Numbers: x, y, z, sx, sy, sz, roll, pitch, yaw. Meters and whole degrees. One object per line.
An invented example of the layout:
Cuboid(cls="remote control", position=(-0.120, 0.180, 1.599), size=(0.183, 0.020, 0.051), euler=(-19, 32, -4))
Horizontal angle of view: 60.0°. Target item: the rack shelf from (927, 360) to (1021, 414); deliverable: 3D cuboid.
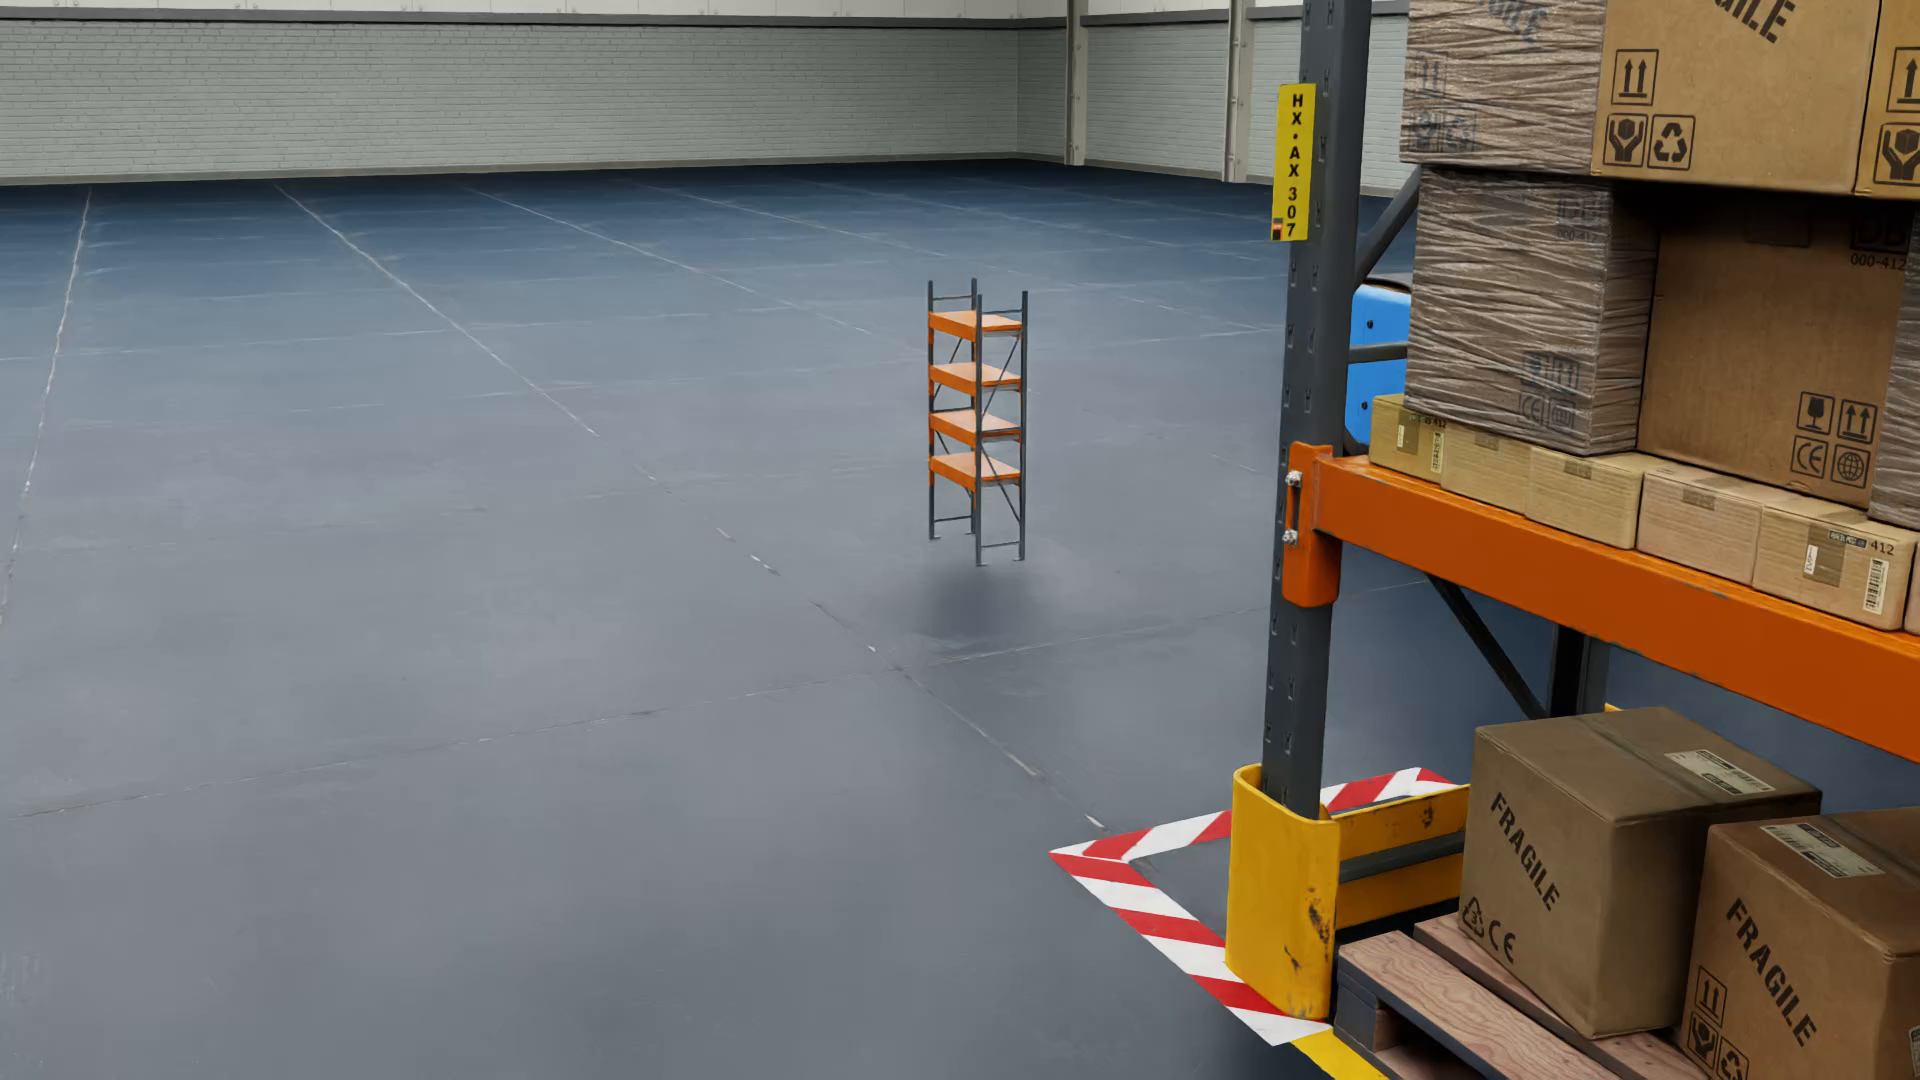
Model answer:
Cuboid(cls="rack shelf", position=(0.073, -0.686, 7.399), size=(0.258, 0.148, 0.480), euler=(-8, 18, -25))

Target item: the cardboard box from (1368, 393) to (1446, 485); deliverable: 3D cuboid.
Cuboid(cls="cardboard box", position=(1.110, -0.232, 3.576), size=(0.380, 0.149, 0.250), euler=(-8, 18, -25))

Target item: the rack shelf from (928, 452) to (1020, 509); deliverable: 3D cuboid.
Cuboid(cls="rack shelf", position=(0.073, -0.280, 7.515), size=(0.258, 0.148, 0.480), euler=(-8, 18, -25))

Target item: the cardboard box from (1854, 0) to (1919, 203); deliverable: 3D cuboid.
Cuboid(cls="cardboard box", position=(1.629, -0.706, 2.238), size=(0.500, 0.500, 0.500), euler=(-8, 18, -25))

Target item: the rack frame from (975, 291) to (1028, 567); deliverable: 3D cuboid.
Cuboid(cls="rack frame", position=(0.179, -0.475, 7.231), size=(0.240, 1.200, 0.015), euler=(-8, 18, -25))

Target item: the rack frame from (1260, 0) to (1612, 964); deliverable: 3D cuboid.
Cuboid(cls="rack frame", position=(1.200, -0.452, 3.888), size=(1.000, 3.000, 0.127), euler=(-8, 18, -25))

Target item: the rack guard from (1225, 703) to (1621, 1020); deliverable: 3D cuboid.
Cuboid(cls="rack guard", position=(1.233, 0.768, 4.167), size=(1.175, 0.500, 0.348), euler=(-8, 18, -25))

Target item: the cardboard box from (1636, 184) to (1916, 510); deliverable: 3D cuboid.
Cuboid(cls="cardboard box", position=(1.743, -0.394, 2.964), size=(0.875, 0.500, 0.500), euler=(-8, 18, -25))

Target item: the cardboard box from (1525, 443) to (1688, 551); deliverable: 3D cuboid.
Cuboid(cls="cardboard box", position=(1.299, -0.104, 3.129), size=(0.380, 0.149, 0.250), euler=(-8, 18, -25))

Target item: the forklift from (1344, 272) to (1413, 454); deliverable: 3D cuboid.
Cuboid(cls="forklift", position=(3.405, -1.756, 8.557), size=(3.031, 2.935, 1.130), euler=(-6, 17, -19))

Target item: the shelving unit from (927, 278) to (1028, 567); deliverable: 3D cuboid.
Cuboid(cls="shelving unit", position=(0.073, -0.536, 7.442), size=(0.258, 1.200, 0.503), euler=(-8, 18, -25))

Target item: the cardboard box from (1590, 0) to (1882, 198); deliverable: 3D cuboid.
Cuboid(cls="cardboard box", position=(1.409, -0.829, 2.670), size=(0.500, 0.500, 0.500), euler=(-8, 18, -25))

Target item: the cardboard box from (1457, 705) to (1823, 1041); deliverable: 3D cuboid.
Cuboid(cls="cardboard box", position=(1.458, 0.705, 3.628), size=(0.500, 0.500, 0.500), euler=(-4, 17, -15))

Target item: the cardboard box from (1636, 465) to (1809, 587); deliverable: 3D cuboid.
Cuboid(cls="cardboard box", position=(1.427, -0.044, 2.922), size=(0.380, 0.149, 0.250), euler=(-8, 18, -25))

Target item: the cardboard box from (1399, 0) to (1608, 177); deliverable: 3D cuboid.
Cuboid(cls="cardboard box", position=(1.196, -0.954, 3.105), size=(0.500, 0.500, 0.500), euler=(-8, 18, -25))

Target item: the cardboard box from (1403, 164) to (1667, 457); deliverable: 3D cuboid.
Cuboid(cls="cardboard box", position=(1.416, -0.503, 3.346), size=(0.875, 0.500, 0.500), euler=(-8, 18, -25))

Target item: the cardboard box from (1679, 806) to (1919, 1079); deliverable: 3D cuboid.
Cuboid(cls="cardboard box", position=(1.751, 0.849, 3.126), size=(0.500, 0.500, 0.500), euler=(-3, 16, -10))

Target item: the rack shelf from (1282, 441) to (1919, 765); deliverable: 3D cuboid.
Cuboid(cls="rack shelf", position=(2.076, 0.390, 2.259), size=(1.077, 0.370, 4.000), euler=(-8, 18, -25))

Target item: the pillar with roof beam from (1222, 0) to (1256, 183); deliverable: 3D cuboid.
Cuboid(cls="pillar with roof beam", position=(1.258, -10.493, 28.001), size=(9.100, 9.000, 0.400), euler=(-8, 18, -25))

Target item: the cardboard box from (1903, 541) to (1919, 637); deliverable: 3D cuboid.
Cuboid(cls="cardboard box", position=(1.664, 0.077, 2.498), size=(0.380, 0.149, 0.250), euler=(-8, 18, -25))

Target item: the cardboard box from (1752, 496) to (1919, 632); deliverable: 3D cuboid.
Cuboid(cls="cardboard box", position=(1.530, 0.019, 2.703), size=(0.380, 0.149, 0.250), euler=(-8, 18, -25))

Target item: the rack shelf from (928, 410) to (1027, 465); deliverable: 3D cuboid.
Cuboid(cls="rack shelf", position=(0.073, -0.471, 7.461), size=(0.258, 0.148, 0.480), euler=(-8, 18, -25))

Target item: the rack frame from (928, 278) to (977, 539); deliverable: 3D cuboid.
Cuboid(cls="rack frame", position=(-0.034, -0.596, 7.653), size=(0.240, 1.200, 0.015), euler=(-8, 18, -25))

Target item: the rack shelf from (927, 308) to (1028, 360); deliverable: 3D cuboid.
Cuboid(cls="rack shelf", position=(0.073, -0.913, 7.334), size=(0.258, 0.148, 0.480), euler=(-8, 18, -25))

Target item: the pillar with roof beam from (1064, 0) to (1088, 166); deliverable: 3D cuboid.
Cuboid(cls="pillar with roof beam", position=(-1.370, -11.981, 33.186), size=(9.100, 9.000, 0.400), euler=(-8, 18, -25))

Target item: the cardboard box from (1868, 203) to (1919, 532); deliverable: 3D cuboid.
Cuboid(cls="cardboard box", position=(1.923, -0.265, 2.514), size=(0.875, 0.500, 0.500), euler=(-8, 18, -25))

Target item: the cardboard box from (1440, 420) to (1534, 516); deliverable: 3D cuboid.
Cuboid(cls="cardboard box", position=(1.203, -0.167, 3.351), size=(0.380, 0.149, 0.250), euler=(-8, 18, -25))

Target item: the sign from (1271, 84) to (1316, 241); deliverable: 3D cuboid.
Cuboid(cls="sign", position=(0.712, -0.802, 3.539), size=(0.100, 0.325, 0.005), euler=(-8, 18, -25))

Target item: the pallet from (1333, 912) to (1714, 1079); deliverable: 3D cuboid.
Cuboid(cls="pallet", position=(1.557, 1.113, 3.490), size=(1.003, 0.211, 1.213), euler=(-8, 18, -25))
